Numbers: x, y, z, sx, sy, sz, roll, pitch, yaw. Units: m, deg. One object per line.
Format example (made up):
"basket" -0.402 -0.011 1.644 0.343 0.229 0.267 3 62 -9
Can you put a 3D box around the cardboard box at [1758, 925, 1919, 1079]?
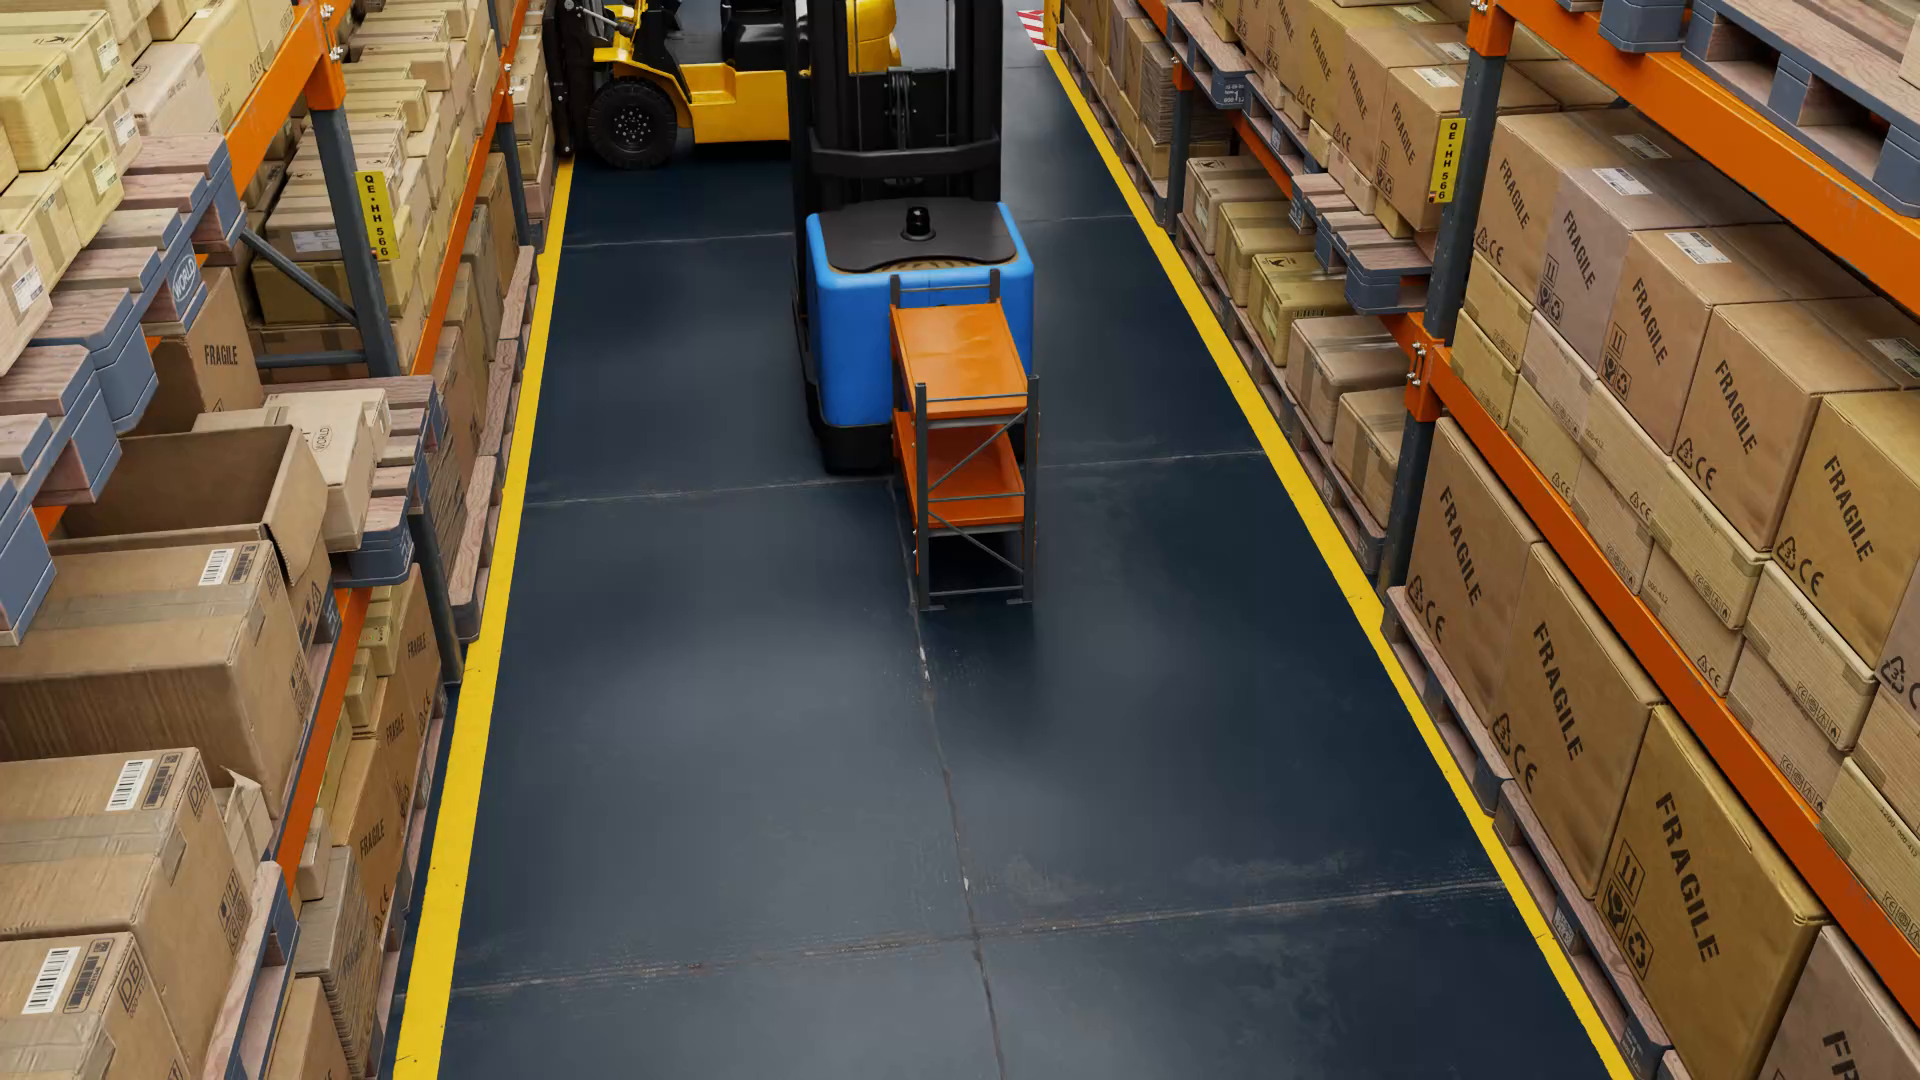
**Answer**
"cardboard box" 2.730 1.584 4.276 0.875 0.875 0.875 -3 34 -5

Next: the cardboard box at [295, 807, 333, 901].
"cardboard box" -2.095 0.955 4.956 0.380 0.149 0.250 -6 35 -9

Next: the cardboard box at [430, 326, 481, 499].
"cardboard box" -2.729 -0.540 7.615 0.875 0.625 0.625 -3 34 -5

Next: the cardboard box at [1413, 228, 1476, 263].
"cardboard box" 2.078 -1.248 6.767 0.380 0.149 0.250 -3 34 -5

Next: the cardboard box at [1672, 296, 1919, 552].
"cardboard box" 2.374 -0.326 4.588 0.500 0.500 0.500 -4 34 -6

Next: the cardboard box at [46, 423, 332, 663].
"cardboard box" -2.161 0.046 4.555 0.797 0.503 0.637 -5 35 -7

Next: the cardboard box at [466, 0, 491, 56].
"cardboard box" -2.782 -2.757 8.821 0.500 0.250 0.500 -5 35 -7

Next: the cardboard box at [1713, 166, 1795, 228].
"cardboard box" 2.761 -0.913 5.449 0.500 0.500 0.500 -4 34 -6

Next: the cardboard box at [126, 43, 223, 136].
"cardboard box" -2.118 -0.985 4.001 0.500 0.250 0.500 -4 35 -6

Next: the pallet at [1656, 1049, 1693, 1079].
"pallet" 2.714 1.947 4.706 1.003 0.211 1.213 -4 35 -6

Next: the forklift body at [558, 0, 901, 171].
"forklift body" -1.576 -3.828 11.458 2.313 2.155 1.214 -4 35 -6

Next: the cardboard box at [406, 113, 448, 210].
"cardboard box" -2.500 -1.619 7.151 0.500 0.250 0.500 -5 35 -8

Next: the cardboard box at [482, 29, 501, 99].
"cardboard box" -2.774 -2.544 8.952 0.500 0.250 0.500 -4 34 -5

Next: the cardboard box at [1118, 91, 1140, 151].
"cardboard box" 1.389 -2.888 11.393 0.500 0.250 0.500 -5 35 -8

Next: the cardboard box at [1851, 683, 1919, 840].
"cardboard box" 2.518 0.569 3.941 0.500 0.250 0.500 -4 34 -5

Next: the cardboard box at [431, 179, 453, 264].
"cardboard box" -2.520 -1.407 7.284 0.500 0.250 0.500 -5 35 -8

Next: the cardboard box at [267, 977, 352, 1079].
"cardboard box" -2.012 1.594 4.593 0.500 0.500 0.500 -5 35 -8

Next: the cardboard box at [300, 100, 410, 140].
"cardboard box" -2.523 -1.718 6.942 0.380 0.149 0.250 -4 34 -6

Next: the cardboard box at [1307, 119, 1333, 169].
"cardboard box" 1.815 -1.823 7.611 0.380 0.149 0.250 -4 34 -6

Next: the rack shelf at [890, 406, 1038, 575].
"rack shelf" 0.001 -0.259 7.565 0.538 0.278 1.000 -4 35 -6

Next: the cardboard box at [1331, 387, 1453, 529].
"cardboard box" 2.289 -0.417 7.658 0.950 0.372 0.625 -7 35 -10

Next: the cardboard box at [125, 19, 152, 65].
"cardboard box" -2.191 -1.225 3.999 0.380 0.149 0.250 -4 34 -6

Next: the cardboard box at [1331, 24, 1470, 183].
"cardboard box" 1.938 -1.871 7.106 0.500 0.500 0.500 -5 35 -7

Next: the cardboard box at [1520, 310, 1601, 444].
"cardboard box" 2.247 -0.568 5.608 0.500 0.250 0.500 -4 34 -5

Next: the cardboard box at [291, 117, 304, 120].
"cardboard box" -3.094 -1.855 7.498 0.500 0.250 0.500 -5 35 -7

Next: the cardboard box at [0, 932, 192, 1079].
"cardboard box" -1.869 1.096 3.017 0.700 0.500 0.500 -4 34 -5

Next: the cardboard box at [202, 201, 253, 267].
"cardboard box" -2.808 -1.110 6.051 0.380 0.149 0.250 -3 34 -5

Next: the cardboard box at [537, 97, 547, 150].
"cardboard box" -2.930 -2.685 10.651 0.500 0.250 0.500 -5 35 -7

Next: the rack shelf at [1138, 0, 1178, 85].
"rack shelf" 1.548 -4.064 11.688 1.077 0.370 4.000 -4 35 -6

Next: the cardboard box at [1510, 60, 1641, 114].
"cardboard box" 2.524 -1.619 6.737 0.500 0.500 0.500 -5 35 -8

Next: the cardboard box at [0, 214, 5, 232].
"cardboard box" -1.790 -0.506 2.663 0.380 0.149 0.250 -5 35 -7

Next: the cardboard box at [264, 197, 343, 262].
"cardboard box" -2.314 -1.144 6.101 0.380 0.149 0.250 -3 34 -5

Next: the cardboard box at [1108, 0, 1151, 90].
"cardboard box" 1.331 -3.470 11.582 0.500 0.500 0.500 -3 34 -4

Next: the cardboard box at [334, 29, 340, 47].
"cardboard box" -3.187 -2.389 7.927 0.380 0.149 0.250 -4 35 -6

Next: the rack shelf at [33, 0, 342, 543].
"rack shelf" -2.294 -0.461 3.738 1.077 0.370 4.000 -4 35 -6

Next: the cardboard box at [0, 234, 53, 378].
"cardboard box" -1.752 -0.379 2.740 0.380 0.149 0.250 -4 34 -6

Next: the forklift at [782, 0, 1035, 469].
"forklift" -0.367 -2.377 8.635 1.130 2.935 3.031 -5 35 -7

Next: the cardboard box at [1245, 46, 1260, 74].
"cardboard box" 1.710 -2.543 8.669 0.380 0.149 0.250 -4 34 -6

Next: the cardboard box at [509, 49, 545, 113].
"cardboard box" -2.914 -2.897 10.519 0.500 0.250 0.500 -4 35 -6

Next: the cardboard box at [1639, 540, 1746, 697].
"cardboard box" 2.392 0.195 4.934 0.500 0.250 0.500 -4 35 -6

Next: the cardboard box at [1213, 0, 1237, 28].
"cardboard box" 1.664 -3.020 8.792 0.500 0.500 0.500 -4 35 -6

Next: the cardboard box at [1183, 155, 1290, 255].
"cardboard box" 1.890 -2.040 10.041 0.950 0.372 0.625 -4 34 -6

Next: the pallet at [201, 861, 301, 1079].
"pallet" -2.025 1.222 3.463 1.003 0.211 1.213 -4 35 -6

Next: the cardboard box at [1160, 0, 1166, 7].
"cardboard box" 1.431 -3.436 10.352 0.380 0.149 0.250 -4 34 -5

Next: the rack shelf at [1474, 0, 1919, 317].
"rack shelf" 2.624 -0.839 4.293 1.077 0.370 4.000 -4 35 -6

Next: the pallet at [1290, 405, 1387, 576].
"pallet" 2.251 -0.297 7.998 1.003 0.211 1.213 -4 35 -6

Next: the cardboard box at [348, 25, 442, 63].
"cardboard box" -2.634 -2.292 7.784 0.380 0.149 0.250 -4 34 -6

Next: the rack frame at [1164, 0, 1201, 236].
"rack frame" 1.817 -3.245 9.848 1.000 3.000 0.127 -4 35 -6

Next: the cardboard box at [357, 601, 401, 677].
"cardboard box" -2.179 0.363 5.825 0.380 0.149 0.250 -6 35 -9

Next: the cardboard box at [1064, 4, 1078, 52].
"cardboard box" 1.113 -4.043 13.088 0.500 0.250 0.500 -5 35 -7

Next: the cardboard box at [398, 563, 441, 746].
"cardboard box" -2.293 0.444 6.281 0.500 0.500 0.500 -3 34 -5

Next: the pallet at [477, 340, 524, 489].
"pallet" -2.796 -0.624 8.478 1.003 0.211 1.213 -4 35 -6

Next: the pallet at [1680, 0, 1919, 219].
"pallet" 2.647 -1.195 4.344 1.003 0.211 1.213 -3 34 -4

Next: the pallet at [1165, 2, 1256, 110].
"pallet" 1.775 -2.728 9.260 1.003 0.211 1.213 -4 35 -6

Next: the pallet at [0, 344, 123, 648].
"pallet" -2.044 0.066 2.493 1.213 0.211 1.003 -4 35 -6

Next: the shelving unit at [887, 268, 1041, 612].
"shelving unit" 0.001 -0.461 7.428 0.538 1.125 1.048 -4 35 -6

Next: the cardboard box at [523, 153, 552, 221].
"cardboard box" -2.838 -2.199 10.382 0.500 0.250 0.500 -4 34 -6
